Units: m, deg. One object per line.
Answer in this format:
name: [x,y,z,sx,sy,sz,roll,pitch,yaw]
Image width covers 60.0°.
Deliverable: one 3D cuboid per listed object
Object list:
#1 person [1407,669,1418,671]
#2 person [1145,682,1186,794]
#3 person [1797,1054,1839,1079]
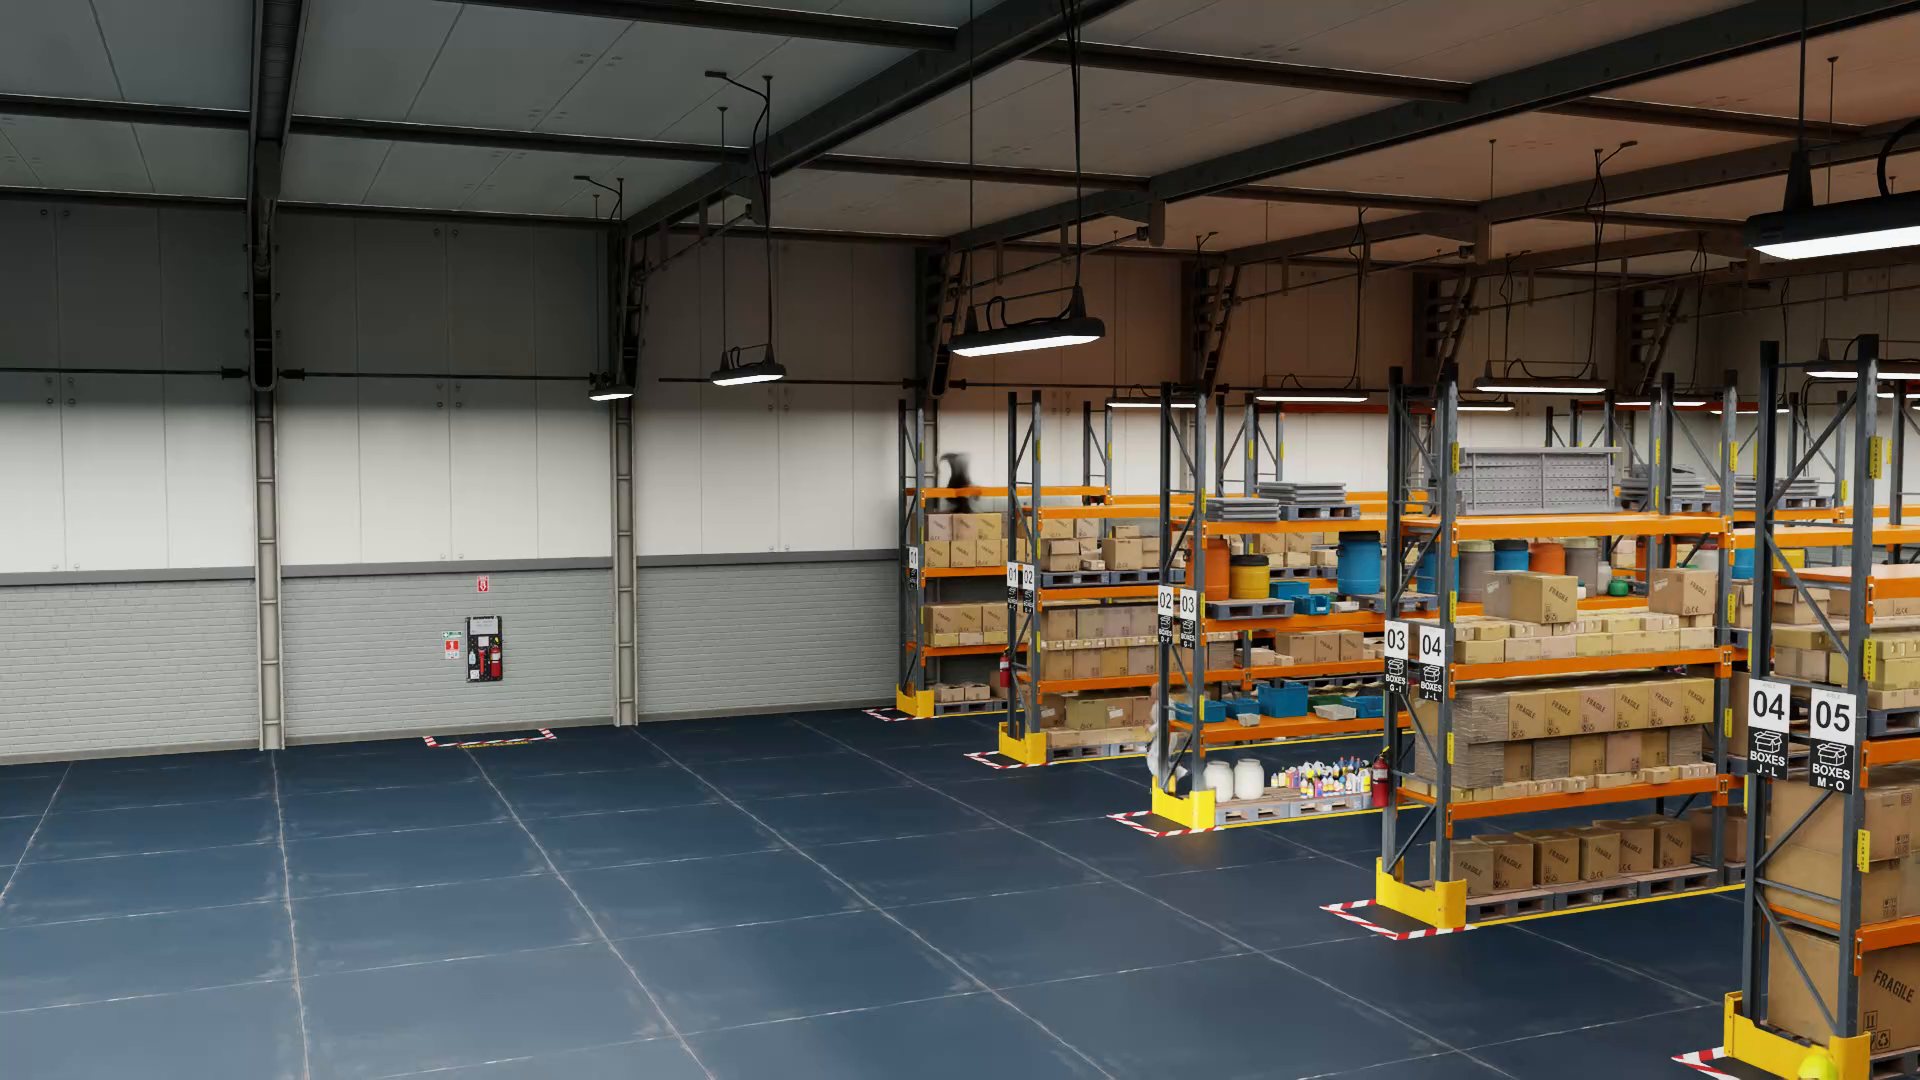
person: [9.202,2.399,33.871,1.009,1.625,0.613,-2,4,-35]
person: [3.039,2.918,24.421,0.650,1.704,0.808,0,3,-6]
person: [4.831,3.737,9.399,0.663,1.709,0.822,2,4,37]
